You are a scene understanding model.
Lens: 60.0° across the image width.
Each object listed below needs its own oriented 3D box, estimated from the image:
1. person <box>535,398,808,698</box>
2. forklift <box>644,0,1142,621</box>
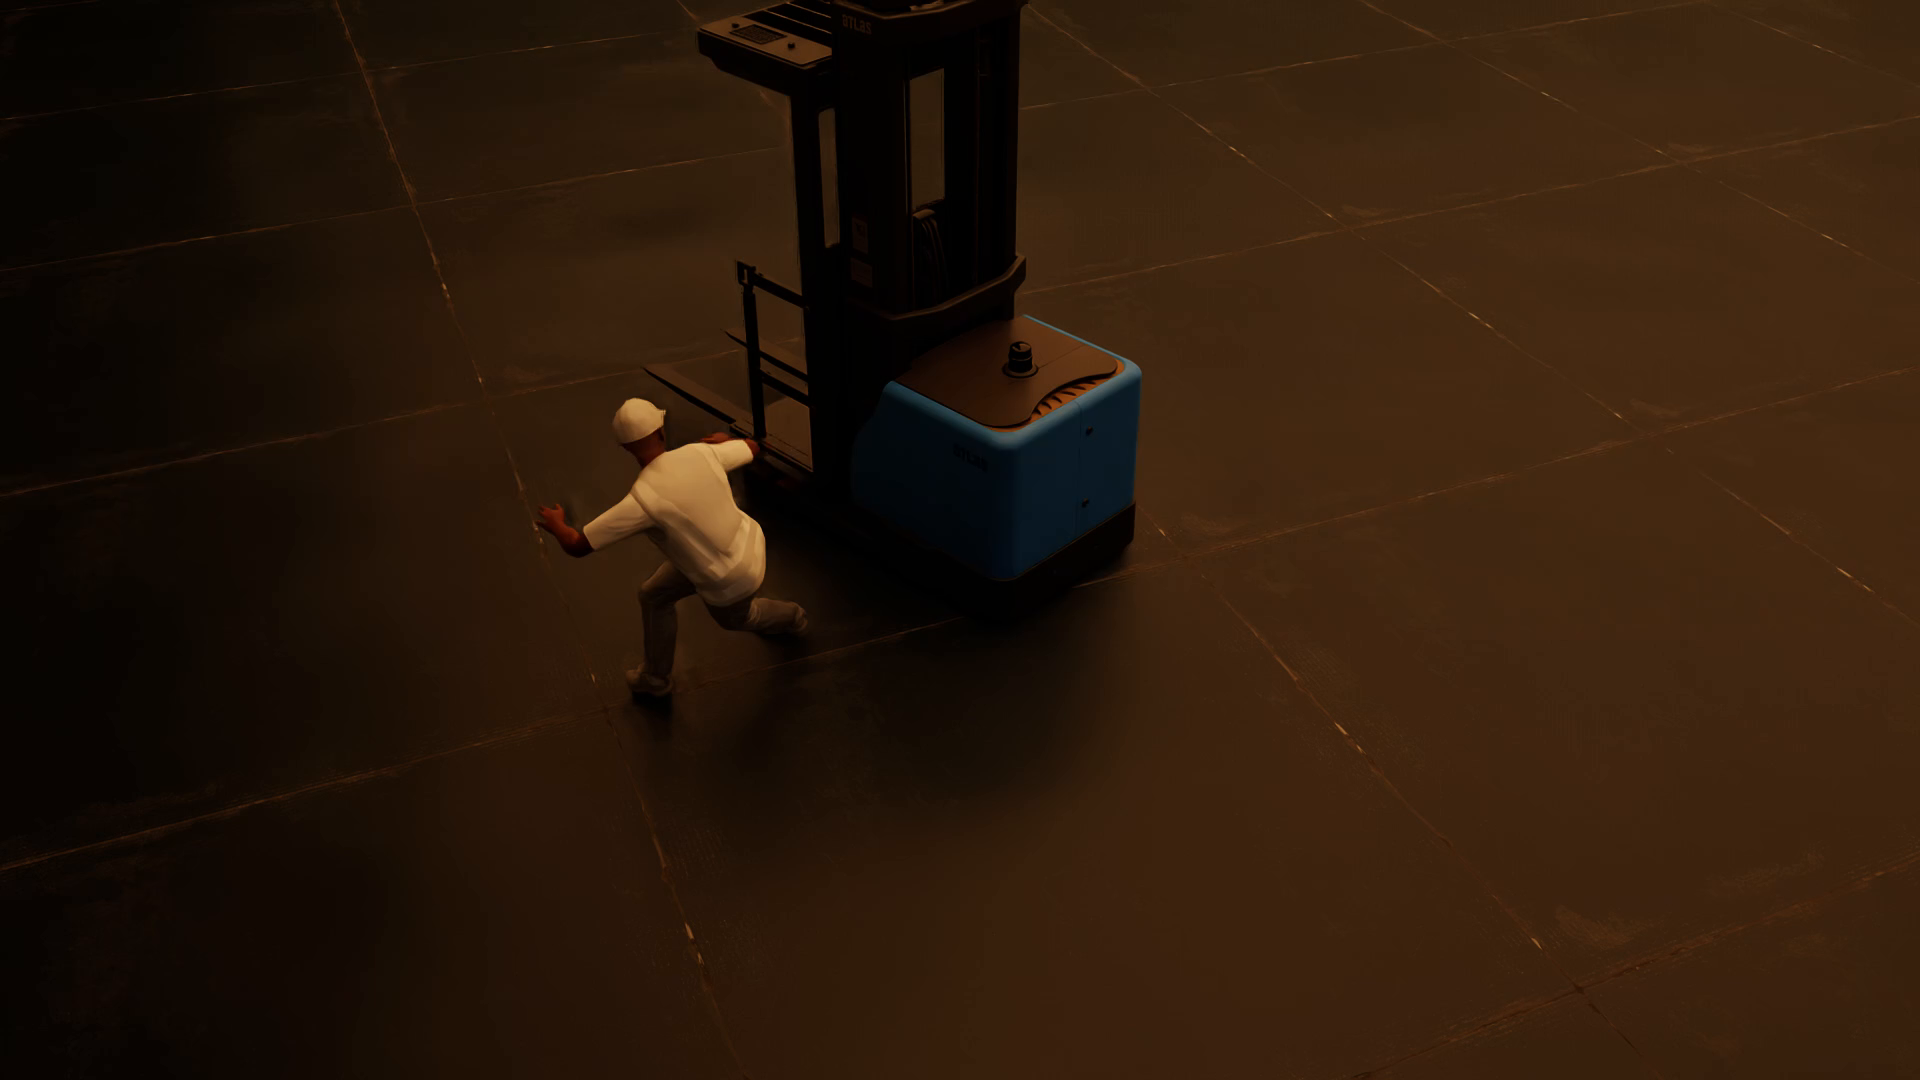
[{"bbox_3d":[-1.278,-0.011,7.343,1.040,1.527,1.012,4,36,6],"label":"person"},{"bbox_3d":[-0.519,-1.550,8.278,3.031,2.935,1.130,29,45,35],"label":"forklift"}]
